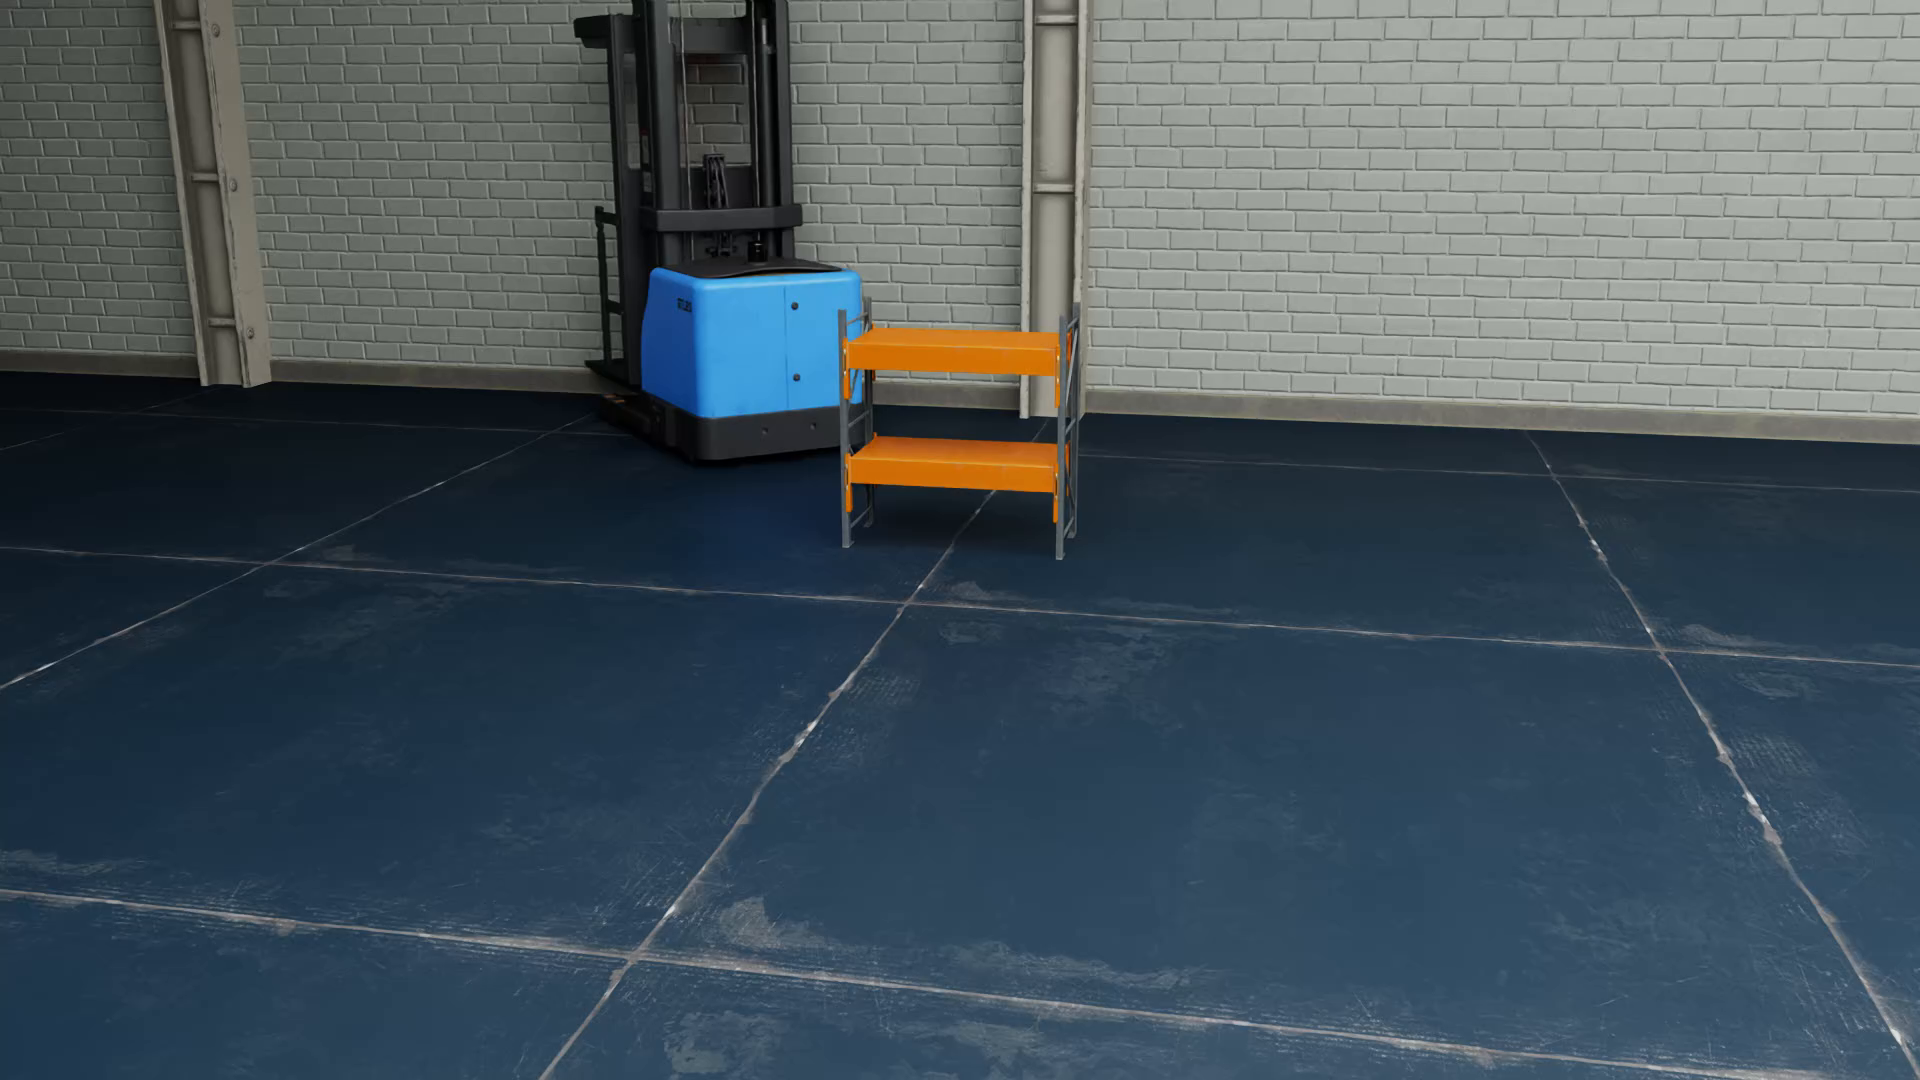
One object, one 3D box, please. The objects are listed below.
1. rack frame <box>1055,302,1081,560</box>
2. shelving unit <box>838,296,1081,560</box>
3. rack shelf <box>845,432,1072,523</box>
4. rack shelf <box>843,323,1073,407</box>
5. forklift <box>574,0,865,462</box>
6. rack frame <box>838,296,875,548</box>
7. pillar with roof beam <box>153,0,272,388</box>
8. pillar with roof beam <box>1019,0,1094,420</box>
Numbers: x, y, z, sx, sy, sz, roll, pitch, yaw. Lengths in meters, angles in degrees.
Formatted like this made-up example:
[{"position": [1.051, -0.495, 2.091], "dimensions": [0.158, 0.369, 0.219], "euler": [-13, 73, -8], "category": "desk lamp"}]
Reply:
[{"position": [0.505, -0.515, 7.743], "dimensions": [0.032, 1.125, 0.500], "euler": [3, 16, 11], "category": "rack frame"}, {"position": [0.007, -0.542, 7.841], "dimensions": [1.048, 1.125, 0.538], "euler": [3, 16, 11], "category": "shelving unit"}, {"position": [0.007, -0.306, 7.906], "dimensions": [1.000, 0.278, 0.538], "euler": [3, 16, 11], "category": "rack shelf"}, {"position": [0.007, -0.824, 7.762], "dimensions": [1.000, 0.278, 0.538], "euler": [3, 16, 11], "category": "rack shelf"}, {"position": [-1.710, -2.201, 10.448], "dimensions": [1.130, 2.935, 3.031], "euler": [-8, 18, -28], "category": "forklift"}, {"position": [-0.492, -0.569, 7.938], "dimensions": [0.032, 1.125, 0.500], "euler": [3, 16, 11], "category": "rack frame"}, {"position": [-6.126, -4.356, 6.860], "dimensions": [0.400, 9.000, 9.100], "euler": [3, 16, 11], "category": "pillar with roof beam"}, {"position": [-0.247, -4.037, 5.708], "dimensions": [0.400, 9.000, 9.100], "euler": [3, 16, 11], "category": "pillar with roof beam"}]
